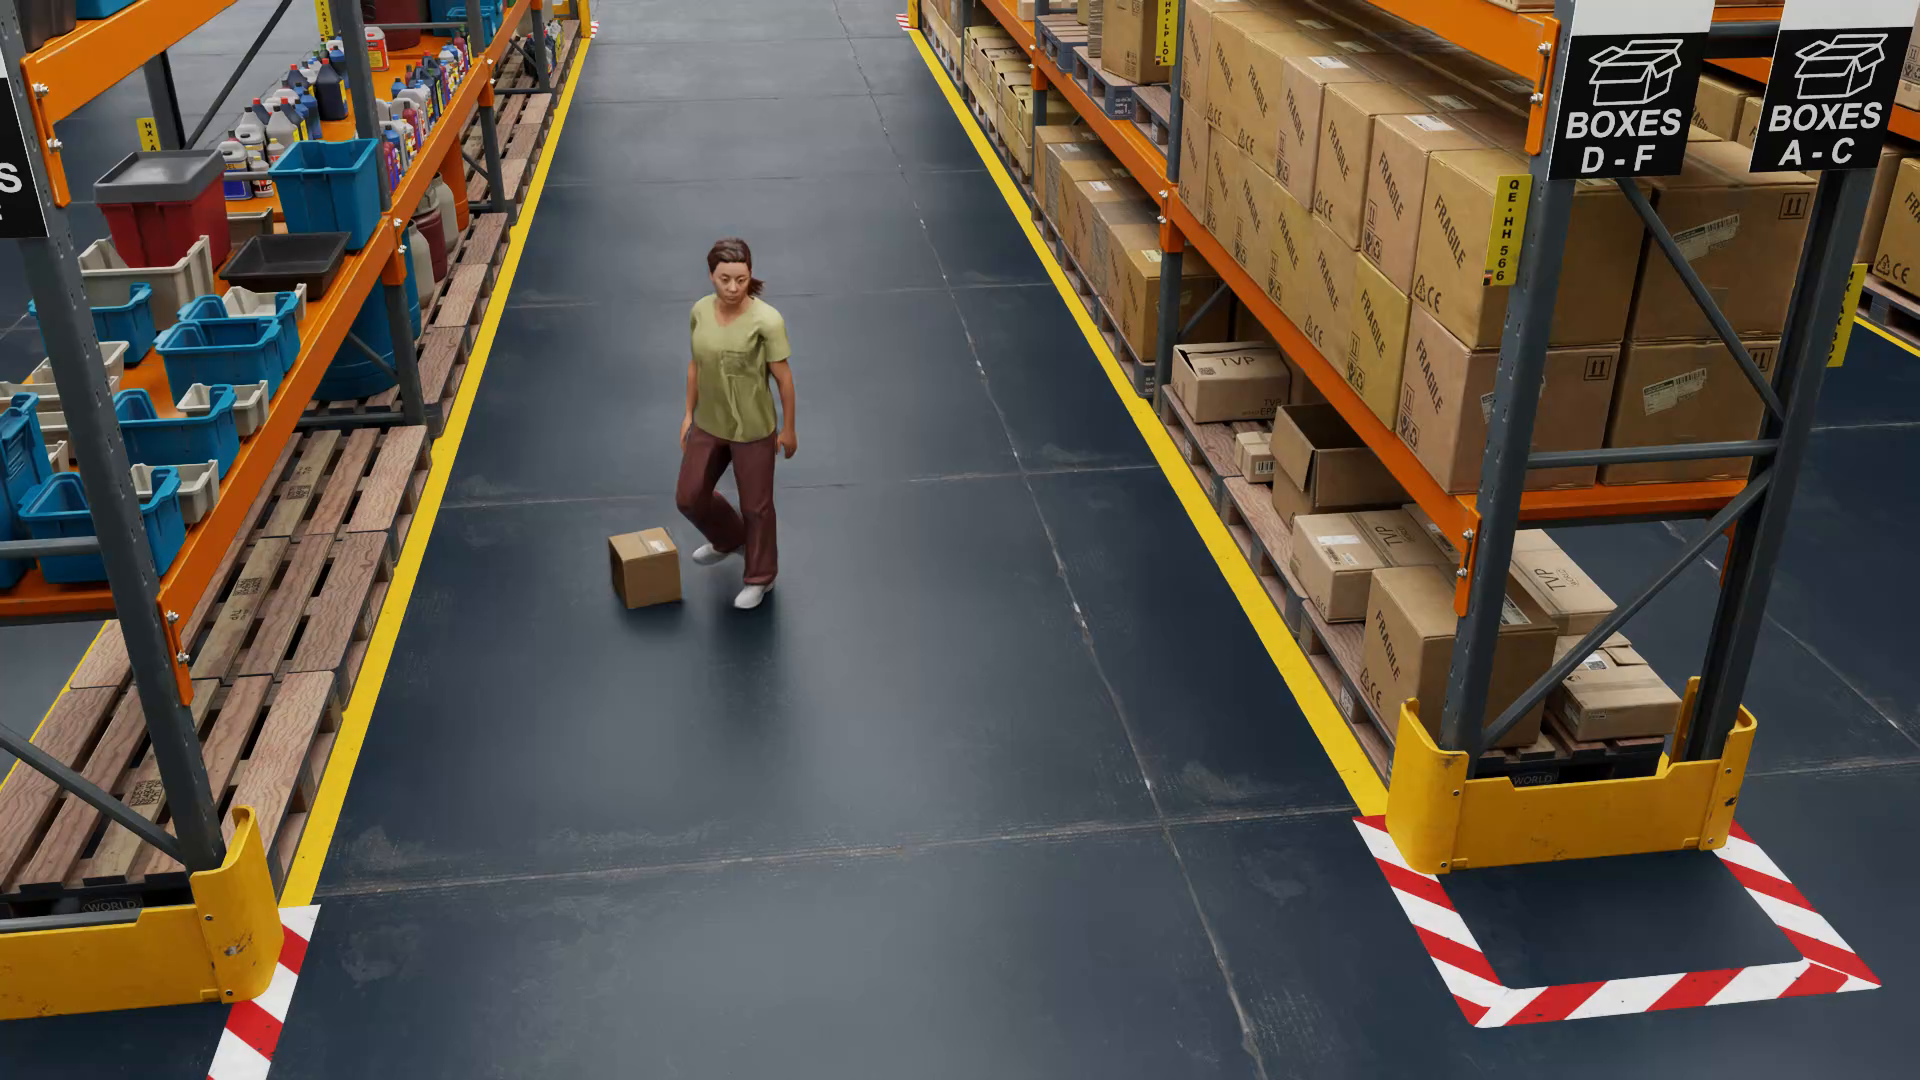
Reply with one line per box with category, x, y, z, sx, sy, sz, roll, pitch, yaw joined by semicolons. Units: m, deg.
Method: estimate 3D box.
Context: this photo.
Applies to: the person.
person;-0.969;-0.505;7.062;0.625;1.667;0.436;12;30;23
